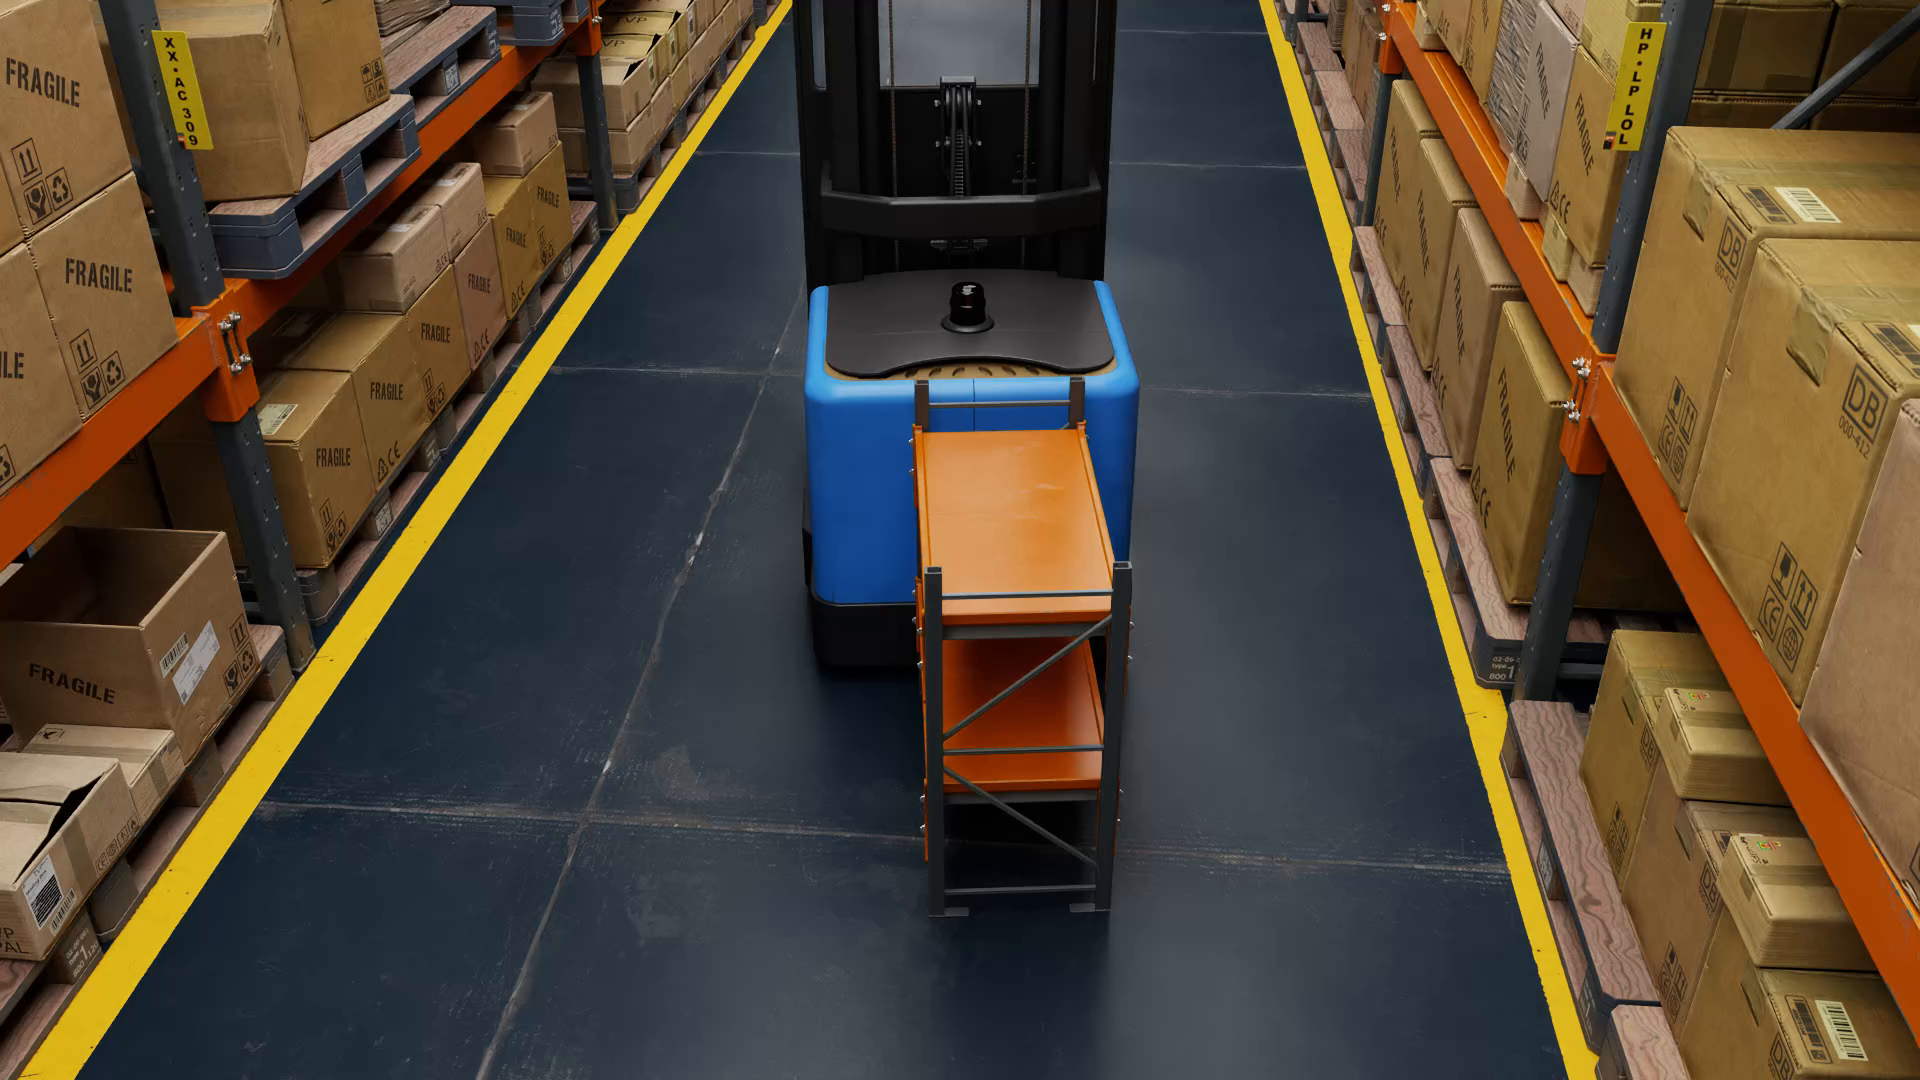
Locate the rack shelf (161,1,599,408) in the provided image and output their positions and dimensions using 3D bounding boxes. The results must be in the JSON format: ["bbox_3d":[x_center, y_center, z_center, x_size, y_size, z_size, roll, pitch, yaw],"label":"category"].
[{"bbox_3d":[-2.516,-1.623,6.709,1.077,0.370,4.000,2,32,4],"label":"rack shelf"}]

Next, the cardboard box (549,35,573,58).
[{"bbox_3d":[-2.520,-2.778,9.585,0.500,0.311,0.500,2,32,3],"label":"cardboard box"}]

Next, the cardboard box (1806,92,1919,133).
[{"bbox_3d":[2.548,-1.081,4.747,0.500,0.500,0.500,1,32,2],"label":"cardboard box"}]

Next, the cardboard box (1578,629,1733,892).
[{"bbox_3d":[2.096,0.599,4.402,0.700,0.500,0.500,3,32,5],"label":"cardboard box"}]

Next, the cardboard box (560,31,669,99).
[{"bbox_3d":[-1.983,-2.758,9.552,0.500,0.311,0.500,2,32,3],"label":"cardboard box"}]

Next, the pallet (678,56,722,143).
[{"bbox_3d":[-2.145,-2.853,10.677,1.003,0.211,1.213,2,32,4],"label":"pallet"}]

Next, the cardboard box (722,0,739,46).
[{"bbox_3d":[-1.815,-3.581,11.422,0.500,0.250,0.500,2,32,3],"label":"cardboard box"}]

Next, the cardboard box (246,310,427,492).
[{"bbox_3d":[-2.364,-0.528,6.211,0.500,0.500,0.500,3,32,5],"label":"cardboard box"}]

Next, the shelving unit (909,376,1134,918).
[{"bbox_3d":[0.140,0.278,4.726,0.538,1.125,1.048,-1,32,-2],"label":"shelving unit"}]

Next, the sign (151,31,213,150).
[{"bbox_3d":[-2.137,-1.232,4.566,0.100,0.325,0.005,2,32,4],"label":"sign"}]

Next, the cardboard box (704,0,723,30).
[{"bbox_3d":[-1.853,-3.556,10.847,0.500,0.311,0.500,2,32,4],"label":"cardboard box"}]

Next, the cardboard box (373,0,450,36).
[{"bbox_3d":[-2.556,-2.392,6.776,0.700,0.500,0.500,8,33,13],"label":"cardboard box"}]

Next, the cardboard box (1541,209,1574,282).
[{"bbox_3d":[2.001,-0.897,5.066,0.380,0.149,0.250,3,32,5],"label":"cardboard box"}]

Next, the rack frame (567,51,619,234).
[{"bbox_3d":[-2.353,-2.975,8.218,1.000,3.000,0.127,2,32,4],"label":"rack frame"}]

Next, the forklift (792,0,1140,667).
[{"bbox_3d":[-0.031,-1.576,6.014,1.130,2.935,3.031,-1,32,-2],"label":"forklift"}]

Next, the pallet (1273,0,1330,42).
[{"bbox_3d":[2.930,-4.022,12.575,1.003,0.211,1.213,2,32,4],"label":"pallet"}]

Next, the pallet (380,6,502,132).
[{"bbox_3d":[-2.506,-1.876,6.618,1.003,0.211,1.213,2,32,4],"label":"pallet"}]

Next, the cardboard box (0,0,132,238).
[{"bbox_3d":[-2.462,-1.076,4.088,0.500,0.500,0.500,3,32,4],"label":"cardboard box"}]

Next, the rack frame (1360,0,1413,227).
[{"bbox_3d":[2.585,-2.765,7.878,1.000,3.000,0.127,2,32,4],"label":"rack frame"}]

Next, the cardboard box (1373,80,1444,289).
[{"bbox_3d":[2.394,-1.650,7.717,0.750,0.750,0.750,2,32,3],"label":"cardboard box"}]

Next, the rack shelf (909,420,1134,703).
[{"bbox_3d":[0.140,0.029,4.573,0.538,0.278,1.000,-1,32,-2],"label":"rack shelf"}]

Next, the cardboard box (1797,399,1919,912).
[{"bbox_3d":[2.084,0.244,2.709,0.980,0.700,0.700,1,32,2],"label":"cardboard box"}]

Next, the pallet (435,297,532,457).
[{"bbox_3d":[-2.553,-0.762,7.286,1.003,0.211,1.213,2,32,4],"label":"pallet"}]

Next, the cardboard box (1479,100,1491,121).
[{"bbox_3d":[2.213,-1.702,6.373,0.380,0.149,0.250,3,32,4],"label":"cardboard box"}]

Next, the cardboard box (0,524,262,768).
[{"bbox_3d":[-2.442,0.304,4.861,0.500,0.500,0.500,2,32,4],"label":"cardboard box"}]

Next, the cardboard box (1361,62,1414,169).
[{"bbox_3d":[2.591,-2.267,9.032,0.700,0.500,0.500,3,32,5],"label":"cardboard box"}]

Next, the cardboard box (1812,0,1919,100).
[{"bbox_3d":[2.556,-1.400,4.550,0.500,0.250,0.500,3,32,6],"label":"cardboard box"}]

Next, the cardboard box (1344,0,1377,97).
[{"bbox_3d":[2.793,-3.057,10.314,0.700,0.500,0.500,3,32,5],"label":"cardboard box"}]

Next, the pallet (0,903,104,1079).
[{"bbox_3d":[-2.832,1.303,3.935,1.003,0.211,1.213,2,32,4],"label":"pallet"}]

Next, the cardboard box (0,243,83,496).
[{"bbox_3d":[-2.504,-0.384,3.918,0.500,0.500,0.500,3,32,5],"label":"cardboard box"}]

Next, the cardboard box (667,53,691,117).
[{"bbox_3d":[-1.941,-2.779,10.121,0.500,0.250,0.500,2,32,3],"label":"cardboard box"}]

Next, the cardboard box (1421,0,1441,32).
[{"bbox_3d":[2.238,-2.426,6.930,0.500,0.500,0.500,3,32,6],"label":"cardboard box"}]

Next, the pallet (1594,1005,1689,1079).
[{"bbox_3d":[2.023,1.548,3.537,1.003,0.211,1.213,2,32,4],"label":"pallet"}]

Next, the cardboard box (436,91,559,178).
[{"bbox_3d":[-2.195,-1.888,7.703,0.500,0.250,0.500,4,32,6],"label":"cardboard box"}]

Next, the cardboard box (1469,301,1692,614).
[{"bbox_3d":[2.182,-0.282,5.498,0.750,0.750,0.750,3,32,5],"label":"cardboard box"}]

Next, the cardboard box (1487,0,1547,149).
[{"bbox_3d":[2.127,-1.633,5.642,0.500,0.500,0.500,3,32,4],"label":"cardboard box"}]

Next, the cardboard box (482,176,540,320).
[{"bbox_3d":[-2.237,-1.328,7.509,0.500,0.500,0.500,1,32,2],"label":"cardboard box"}]

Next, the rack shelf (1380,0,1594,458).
[{"bbox_3d":[2.422,-1.413,6.369,1.077,0.370,4.000,2,32,4],"label":"rack shelf"}]

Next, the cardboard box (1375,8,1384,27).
[{"bbox_3d":[2.737,-3.151,9.752,0.500,0.250,0.500,2,32,4],"label":"cardboard box"}]
